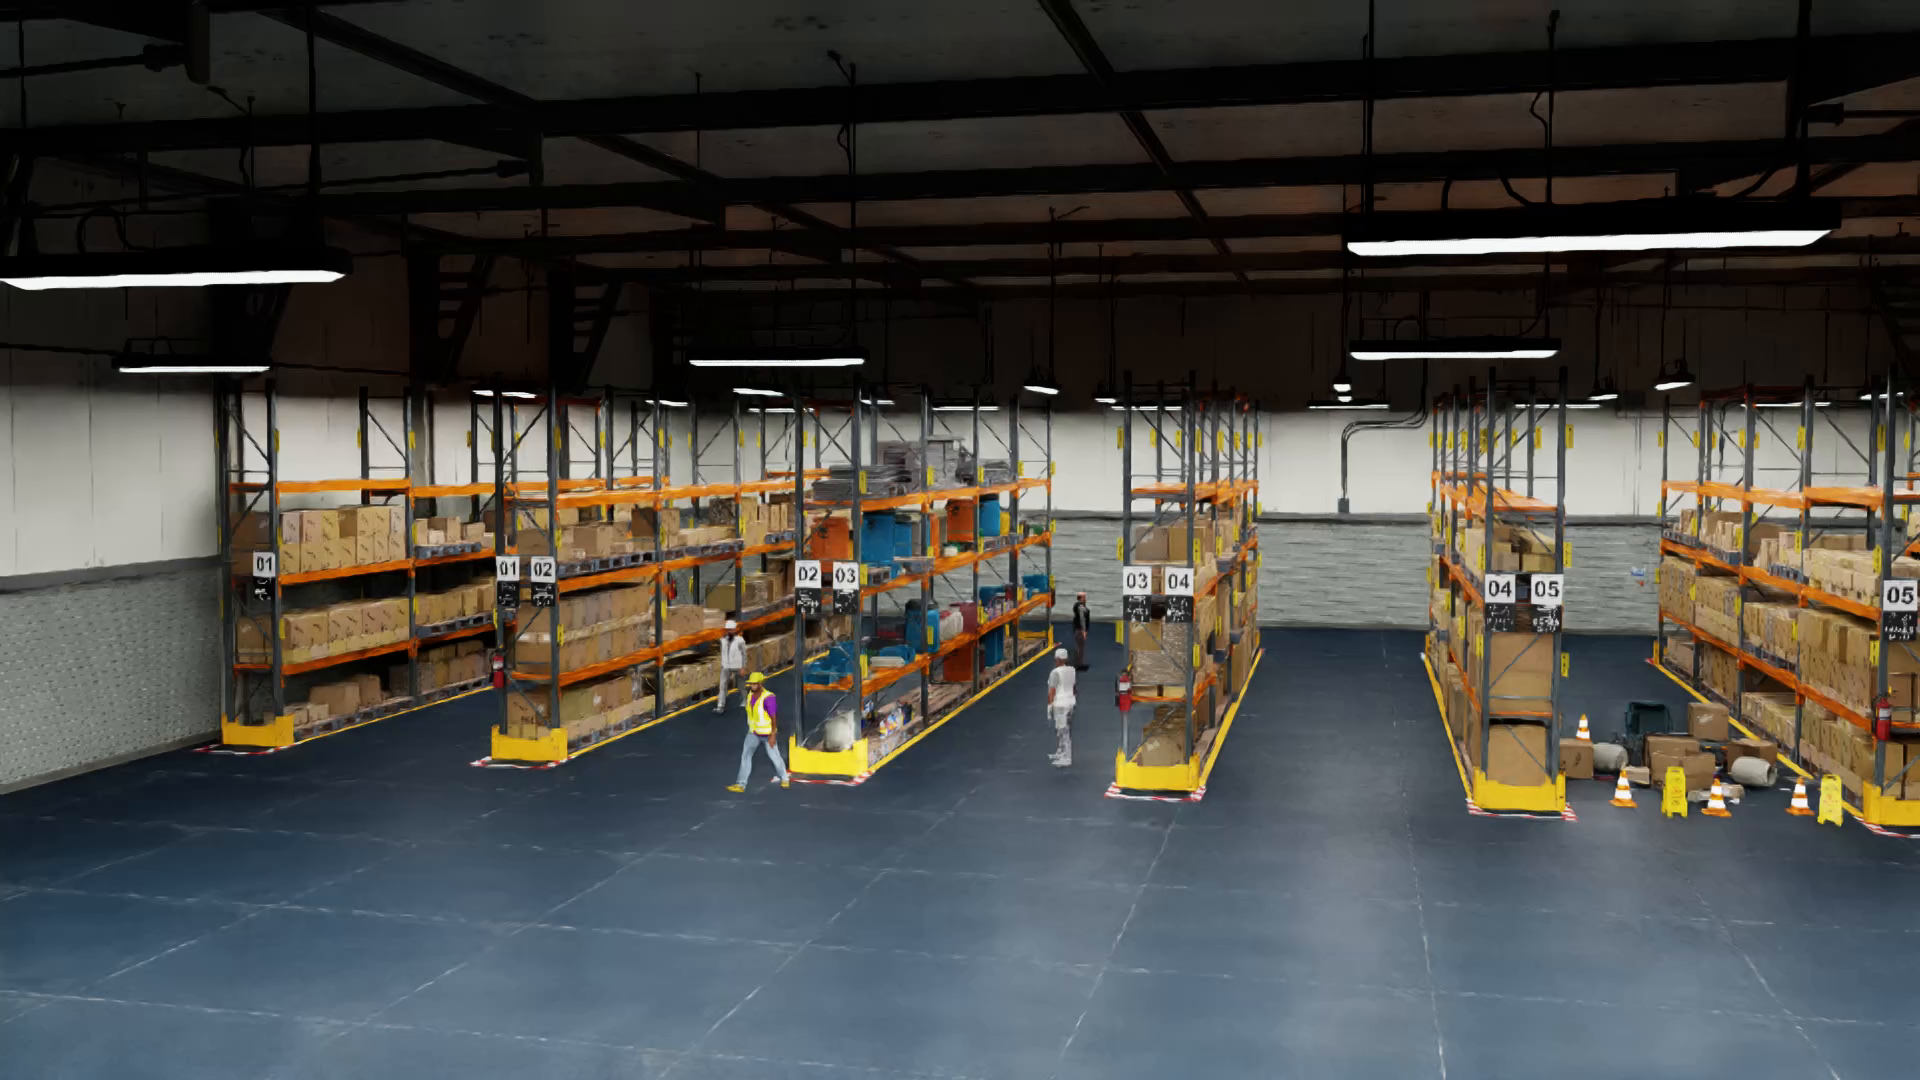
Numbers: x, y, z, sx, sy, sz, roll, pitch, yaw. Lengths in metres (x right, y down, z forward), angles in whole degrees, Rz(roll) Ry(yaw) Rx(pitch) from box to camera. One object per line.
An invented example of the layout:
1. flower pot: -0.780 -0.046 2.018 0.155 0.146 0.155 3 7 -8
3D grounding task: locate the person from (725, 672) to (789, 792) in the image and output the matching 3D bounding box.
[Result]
1. person: -2.853 2.726 23.672 0.622 1.721 0.958 3 4 37

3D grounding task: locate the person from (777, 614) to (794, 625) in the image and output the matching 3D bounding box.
1. person: -4.476 1.525 43.042 0.494 1.794 0.632 3 5 41

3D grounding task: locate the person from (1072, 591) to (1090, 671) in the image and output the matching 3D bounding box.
1. person: 2.650 1.954 36.124 0.401 1.726 0.627 0 3 -5

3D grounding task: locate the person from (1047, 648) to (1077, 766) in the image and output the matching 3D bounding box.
1. person: 1.555 2.552 25.716 0.594 1.782 0.678 2 4 35

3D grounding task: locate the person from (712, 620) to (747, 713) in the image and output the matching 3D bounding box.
1. person: -4.181 2.306 30.608 0.543 1.700 1.119 1 3 11
